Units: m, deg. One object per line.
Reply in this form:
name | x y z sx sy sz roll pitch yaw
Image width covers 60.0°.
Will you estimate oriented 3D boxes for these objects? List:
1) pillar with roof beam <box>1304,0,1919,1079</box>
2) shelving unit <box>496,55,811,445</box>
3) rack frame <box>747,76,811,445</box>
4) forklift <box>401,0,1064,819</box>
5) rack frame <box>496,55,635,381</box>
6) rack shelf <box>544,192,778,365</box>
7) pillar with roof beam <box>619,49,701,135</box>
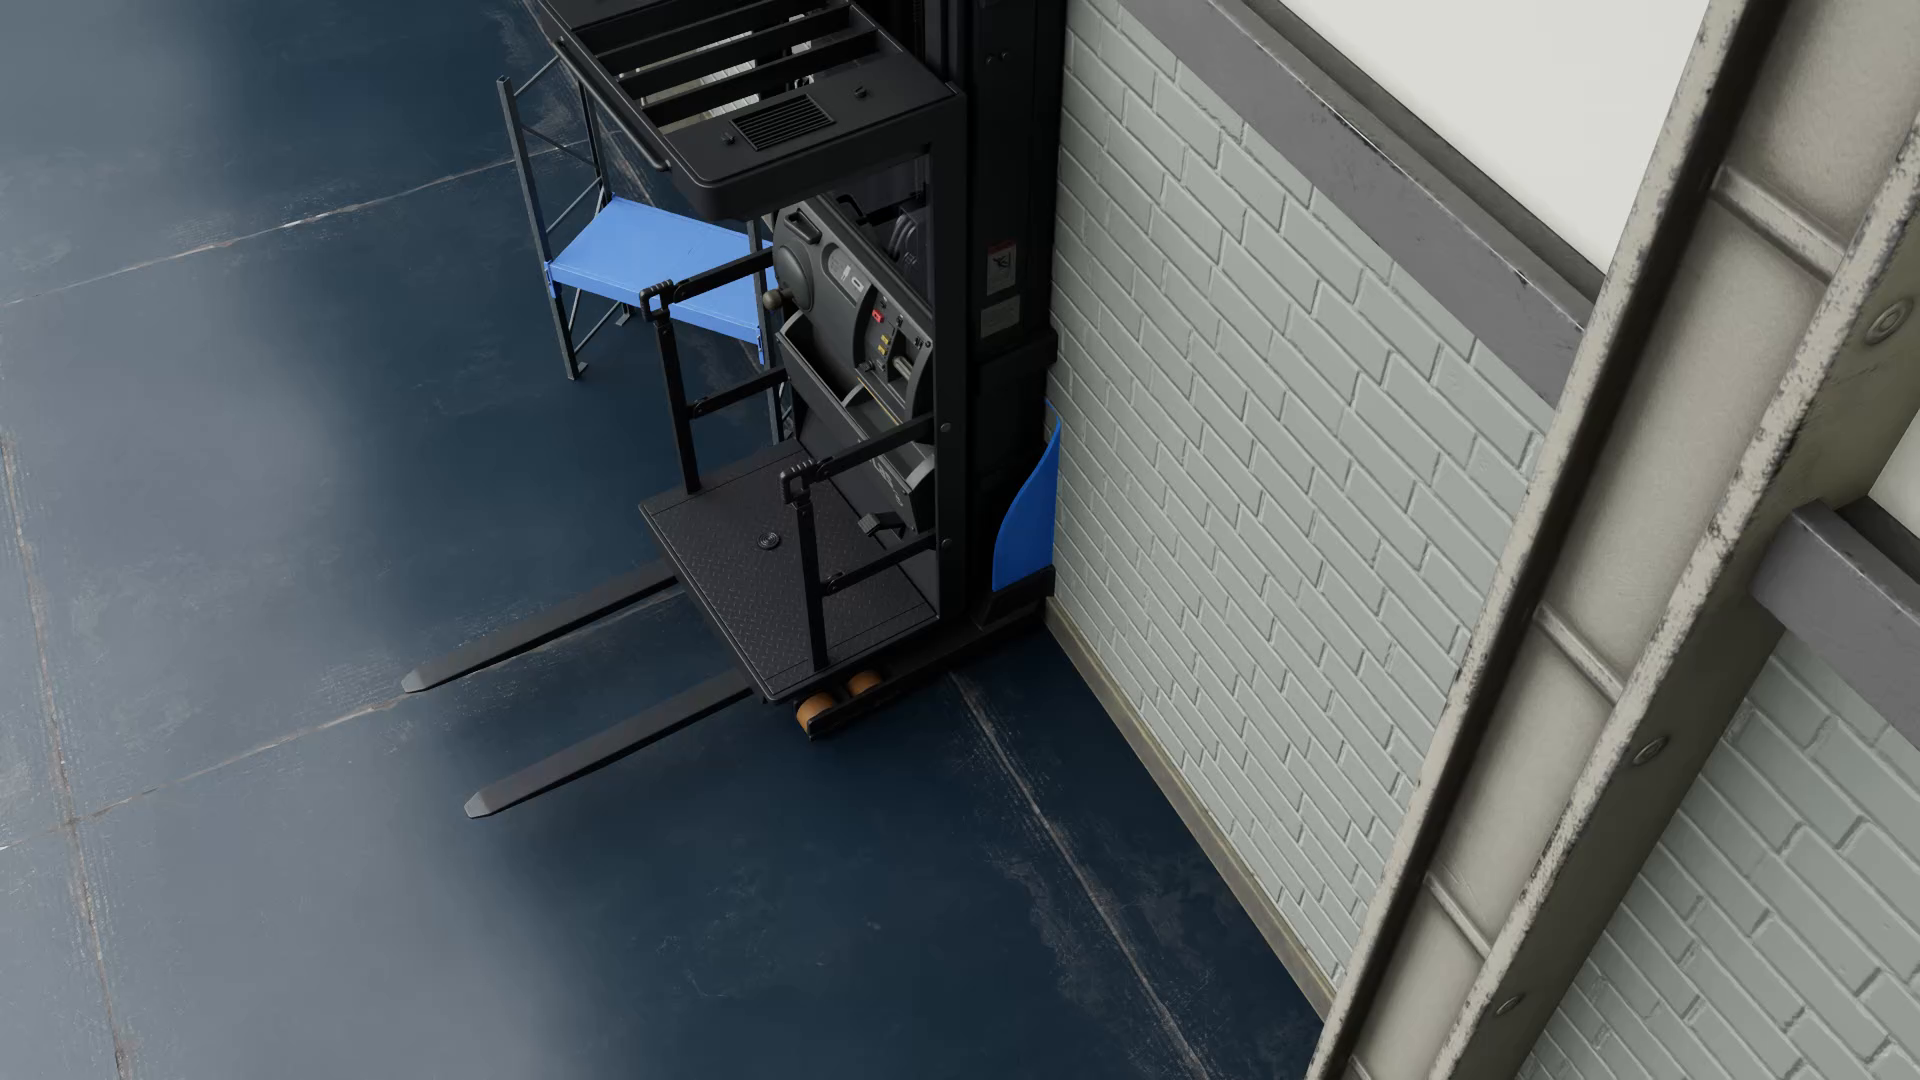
pillar with roof beam | -2.591 0.364 0.346 9.100 9.000 0.400 -21 52 -18
shelving unit | -1.130 -1.207 6.702 1.048 1.500 0.538 19 51 16
rack frame | -0.666 -1.050 6.564 0.032 1.500 0.500 19 51 16
forklift | -0.531 -0.712 5.318 3.031 2.935 1.130 -25 54 -21
rack frame | -1.593 -1.364 6.839 0.032 1.500 0.500 19 51 16
rack shelf | -1.130 -1.088 6.837 1.000 0.185 0.538 19 51 16
pillar with roof beam | -5.337 -3.652 3.858 9.100 9.000 0.400 -21 52 -18
